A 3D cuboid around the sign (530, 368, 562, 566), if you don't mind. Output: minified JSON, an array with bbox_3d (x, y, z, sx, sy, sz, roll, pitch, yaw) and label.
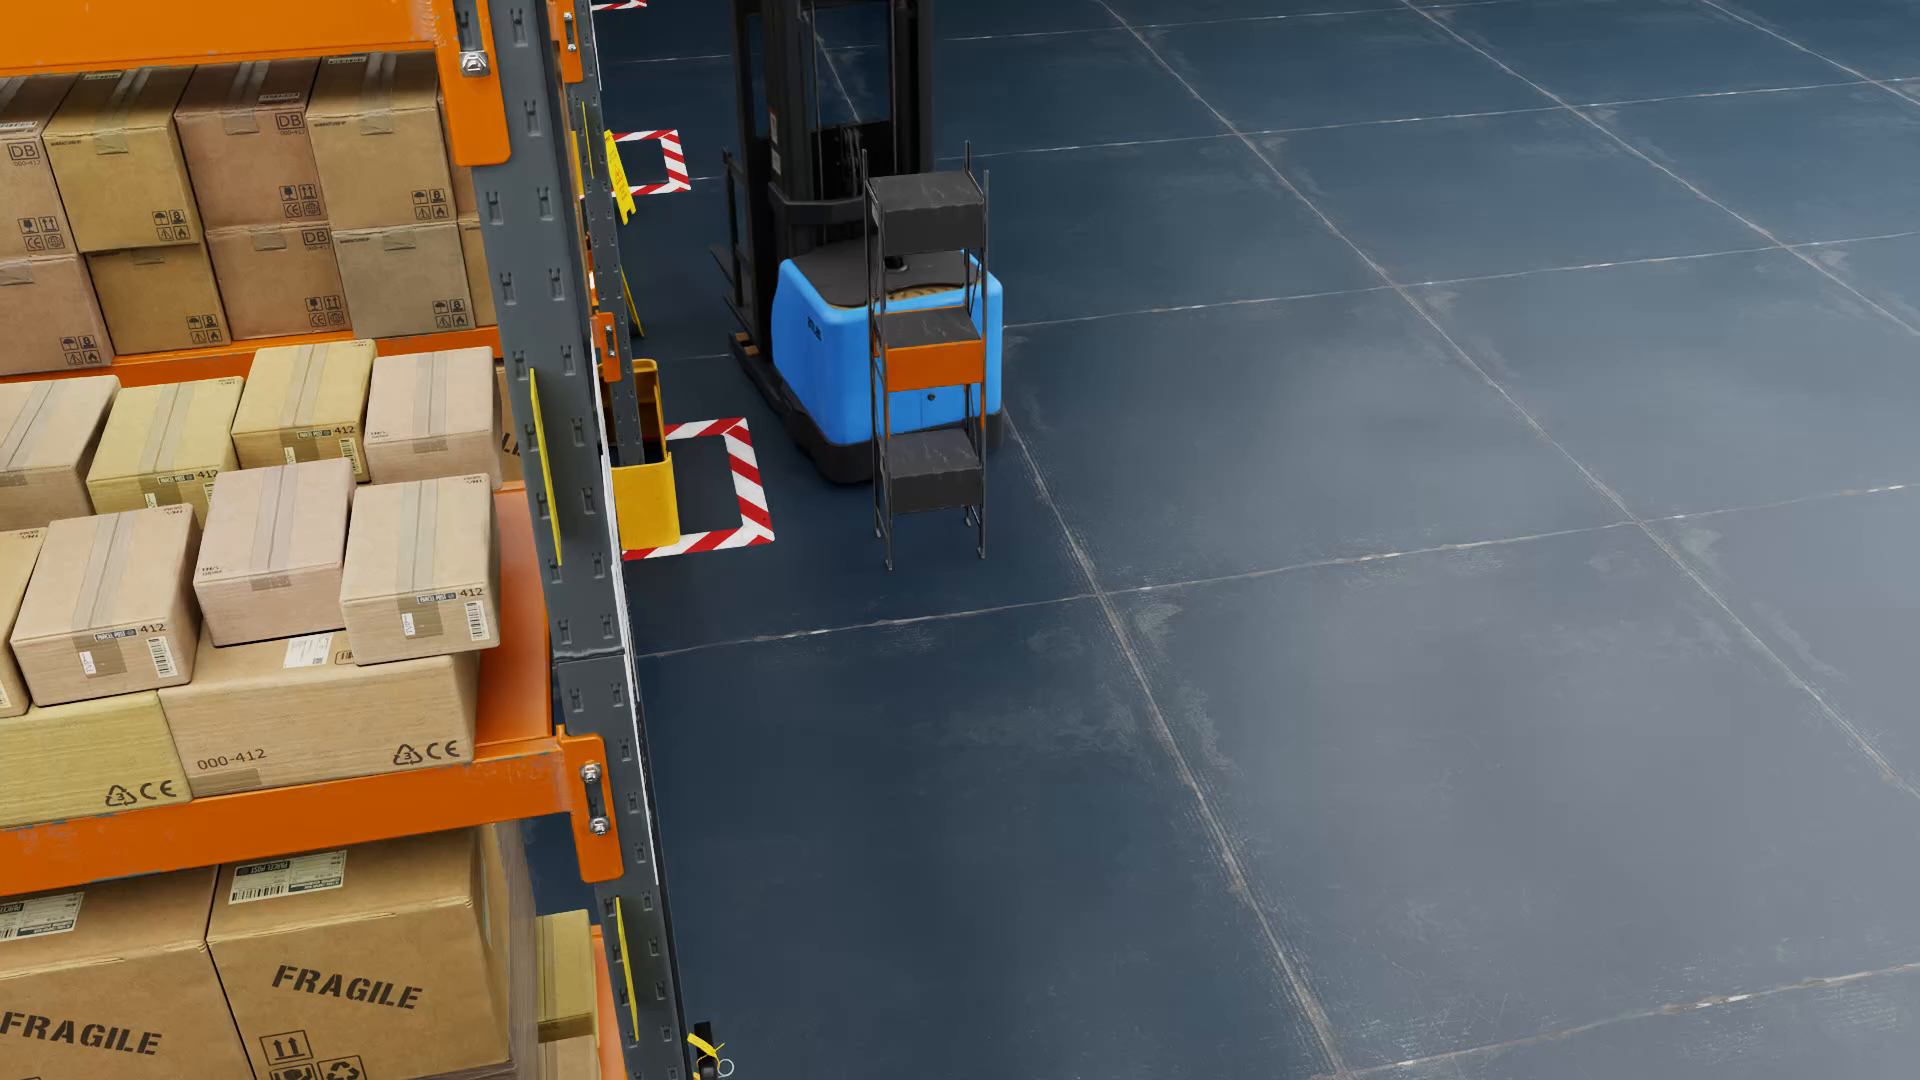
[{"bbox_3d":[-0.683,-0.117,2.746,0.005,0.325,0.100,-7,35,-11],"label":"sign"}]

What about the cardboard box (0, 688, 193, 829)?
[{"bbox_3d":[-1.687,0.269,3.100,0.500,0.250,0.500,-7,34,-10],"label":"cardboard box"}]

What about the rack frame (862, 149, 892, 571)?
[{"bbox_3d":[-0.399,-0.822,8.090,0.015,2.100,0.400,-7,35,-11],"label":"rack frame"}]

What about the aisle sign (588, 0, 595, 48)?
[{"bbox_3d":[-1.779,-2.768,7.849,0.004,0.787,0.394,-7,35,-11],"label":"aisle sign"}]

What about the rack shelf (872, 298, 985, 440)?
[{"bbox_3d":[-0.161,-0.840,8.142,0.480,0.518,0.431,-7,35,-11],"label":"rack shelf"}]

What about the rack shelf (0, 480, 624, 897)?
[{"bbox_3d":[-2.737,0.491,3.280,4.000,0.370,1.077,-7,35,-11],"label":"rack shelf"}]

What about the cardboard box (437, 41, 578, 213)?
[{"bbox_3d":[-2.152,-2.003,7.938,0.550,0.550,0.875,-7,35,-11],"label":"cardboard box"}]

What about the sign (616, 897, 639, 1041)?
[{"bbox_3d":[-0.683,0.884,3.418,0.005,0.325,0.100,-7,35,-11],"label":"sign"}]

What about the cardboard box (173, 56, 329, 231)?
[{"bbox_3d":[-3.245,-1.890,7.770,0.550,0.550,0.875,-7,35,-11],"label":"cardboard box"}]

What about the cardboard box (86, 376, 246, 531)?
[{"bbox_3d":[-1.599,-0.172,3.399,0.250,0.149,0.380,-8,35,-11],"label":"cardboard box"}]

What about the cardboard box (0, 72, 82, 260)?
[{"bbox_3d":[-4.248,-1.684,7.465,0.550,0.550,0.875,-7,35,-11],"label":"cardboard box"}]

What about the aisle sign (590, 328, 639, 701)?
[{"bbox_3d":[-0.792,-0.058,3.812,0.004,0.787,0.394,-7,35,-11],"label":"aisle sign"}]

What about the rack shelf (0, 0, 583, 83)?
[{"bbox_3d":[-3.733,-2.217,7.316,4.000,0.370,1.077,-7,35,-11],"label":"rack shelf"}]

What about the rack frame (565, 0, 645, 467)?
[{"bbox_3d":[-1.782,-1.516,8.318,0.127,3.000,1.000,-7,35,-11],"label":"rack frame"}]

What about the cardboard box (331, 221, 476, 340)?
[{"bbox_3d":[-2.665,-1.429,8.053,0.550,0.550,0.875,-7,35,-11],"label":"cardboard box"}]

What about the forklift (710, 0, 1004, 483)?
[{"bbox_3d":[-0.800,-2.337,9.603,1.130,2.935,3.031,-13,36,-19],"label":"forklift"}]

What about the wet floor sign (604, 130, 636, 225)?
[{"bbox_3d":[-2.551,-2.658,12.133,0.232,0.644,0.267,4,34,6],"label":"wet floor sign"}]

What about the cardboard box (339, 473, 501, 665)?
[{"bbox_3d":[-0.988,0.047,3.073,0.250,0.149,0.380,-7,35,-11],"label":"cardboard box"}]

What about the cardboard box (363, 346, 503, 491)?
[{"bbox_3d":[-1.106,-0.249,3.514,0.250,0.149,0.380,-7,35,-11],"label":"cardboard box"}]

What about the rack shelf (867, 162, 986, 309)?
[{"bbox_3d":[-0.161,-1.421,7.752,0.480,0.518,0.431,-7,35,-11],"label":"rack shelf"}]

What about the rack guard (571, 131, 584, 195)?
[{"bbox_3d":[-3.046,-3.147,12.991,0.348,0.500,1.175,-7,35,-11],"label":"rack guard"}]

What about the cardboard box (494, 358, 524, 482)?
[{"bbox_3d":[-2.429,-0.689,8.615,0.875,0.875,0.875,-7,34,-10],"label":"cardboard box"}]

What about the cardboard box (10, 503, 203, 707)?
[{"bbox_3d":[-1.511,0.108,2.982,0.250,0.149,0.380,-9,35,-13],"label":"cardboard box"}]

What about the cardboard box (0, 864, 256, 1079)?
[{"bbox_3d":[-1.755,0.878,3.496,0.500,0.500,0.500,-7,35,-11],"label":"cardboard box"}]

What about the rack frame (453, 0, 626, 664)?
[{"bbox_3d":[-0.786,-1.299,2.610,0.127,3.000,1.000,-7,35,-11],"label":"rack frame"}]

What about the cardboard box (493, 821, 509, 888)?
[{"bbox_3d":[-1.383,0.531,4.013,0.500,0.500,0.500,-7,35,-11],"label":"cardboard box"}]

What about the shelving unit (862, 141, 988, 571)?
[{"bbox_3d":[-0.161,-0.852,8.135,0.503,2.100,0.431,-7,35,-11],"label":"shelving unit"}]

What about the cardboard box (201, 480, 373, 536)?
[{"bbox_3d":[-1.313,-0.073,3.609,0.500,0.250,0.500,-6,34,-9],"label":"cardboard box"}]

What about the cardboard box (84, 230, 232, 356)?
[{"bbox_3d":[-3.747,-1.341,7.921,0.500,0.550,0.875,-7,35,-11],"label":"cardboard box"}]

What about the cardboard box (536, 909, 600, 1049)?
[{"bbox_3d":[-1.117,1.202,4.493,0.250,0.149,0.380,-7,35,-11],"label":"cardboard box"}]

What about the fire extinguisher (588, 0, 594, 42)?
[{"bbox_3d":[-2.759,-3.926,11.978,0.183,0.674,0.296,-7,35,-11],"label":"fire extinguisher"}]
